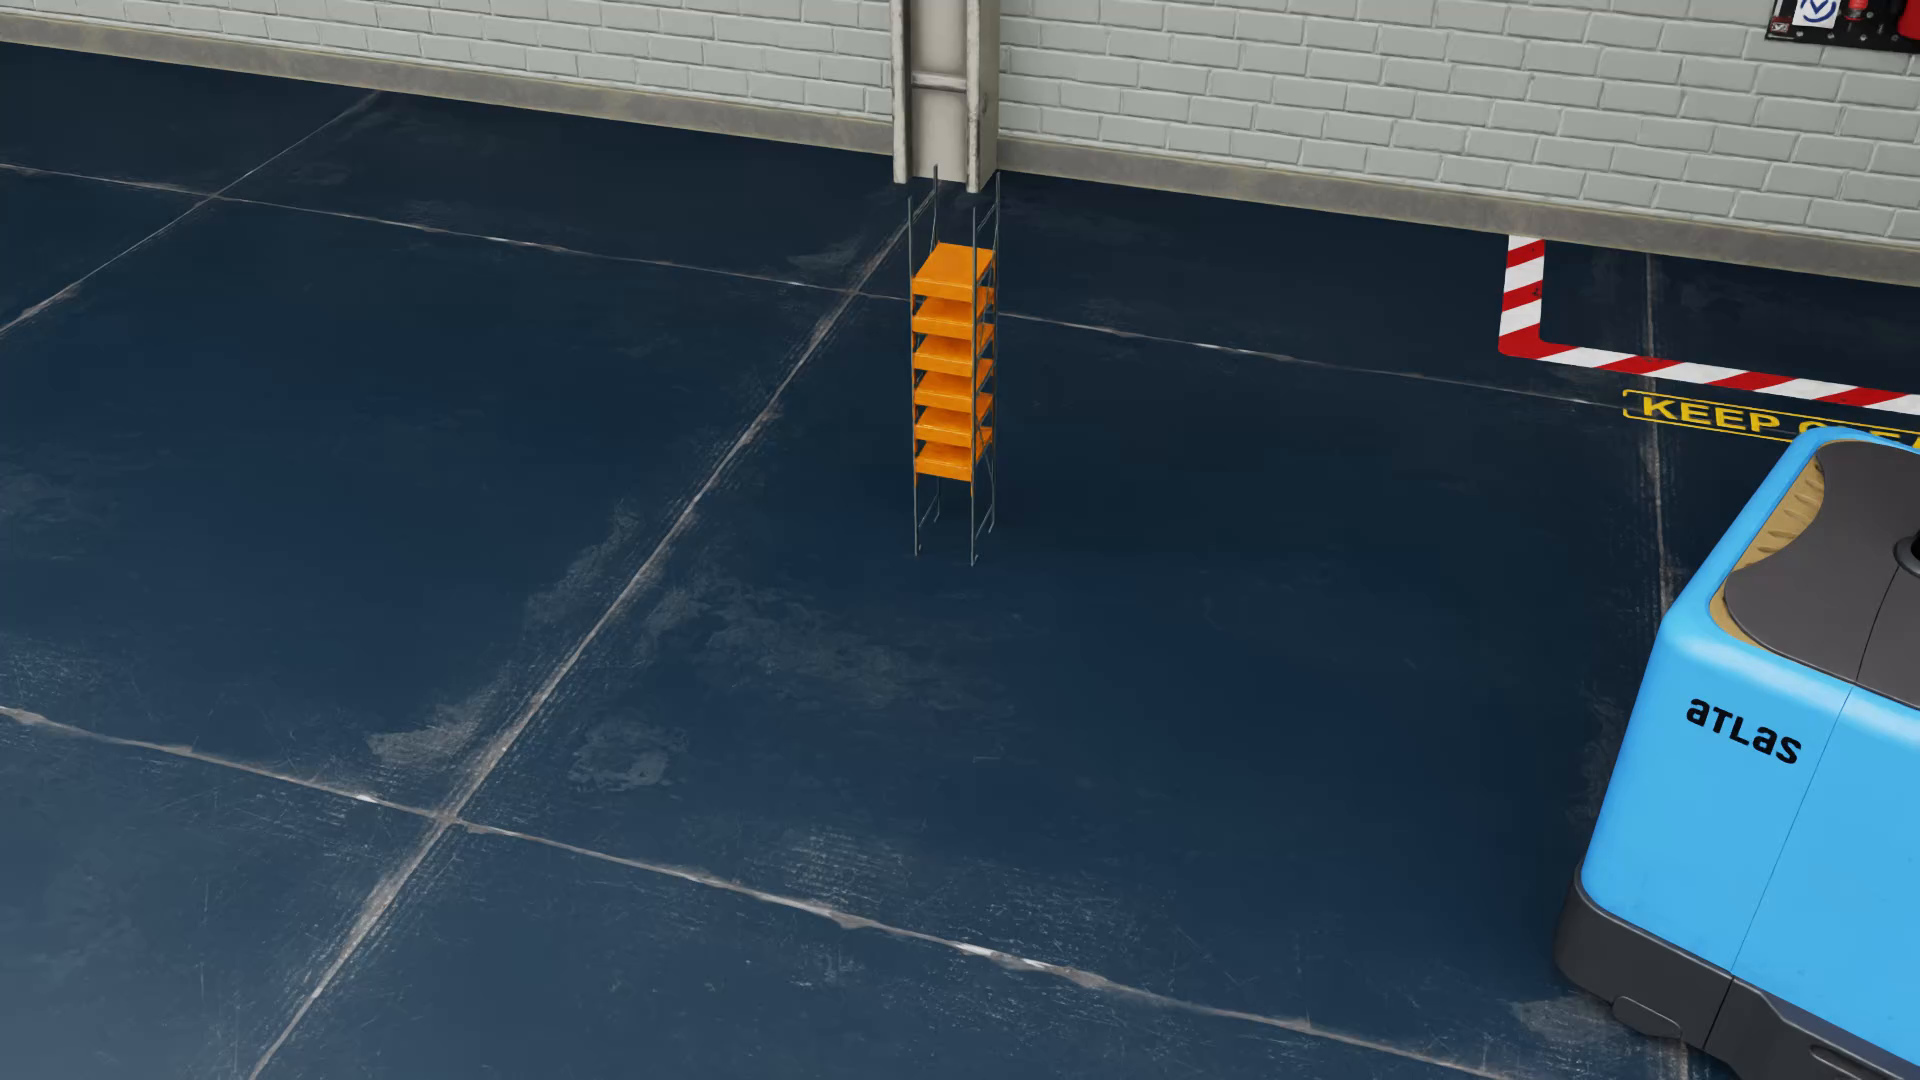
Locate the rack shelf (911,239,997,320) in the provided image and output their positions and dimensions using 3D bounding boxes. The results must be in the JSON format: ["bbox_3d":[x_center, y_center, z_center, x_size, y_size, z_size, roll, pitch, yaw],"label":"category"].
[{"bbox_3d":[-0.014,-0.740,4.711,0.180,0.103,0.258,10,38,14],"label":"rack shelf"}]

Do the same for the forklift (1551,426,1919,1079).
[{"bbox_3d":[2.828,0.169,2.548,3.031,2.935,1.130,26,43,30],"label":"forklift"}]

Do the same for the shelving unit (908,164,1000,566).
[{"bbox_3d":[-0.014,-0.486,4.898,0.189,1.200,0.258,10,38,14],"label":"shelving unit"}]

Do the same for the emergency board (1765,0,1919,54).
[{"bbox_3d":[3.318,-2.255,5.784,0.643,1.169,0.194,10,38,14],"label":"emergency board"}]

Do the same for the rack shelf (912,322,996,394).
[{"bbox_3d":[-0.014,-0.547,4.853,0.180,0.103,0.258,10,38,14],"label":"rack shelf"}]

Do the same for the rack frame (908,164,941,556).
[{"bbox_3d":[-0.101,-0.502,4.920,0.006,1.200,0.240,10,38,14],"label":"rack frame"}]

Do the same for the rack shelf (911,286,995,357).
[{"bbox_3d":[-0.014,-0.643,4.782,0.180,0.103,0.258,10,38,14],"label":"rack shelf"}]

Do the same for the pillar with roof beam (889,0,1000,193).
[{"bbox_3d":[-1.346,-2.838,1.514,0.400,9.000,9.100,10,38,14],"label":"pillar with roof beam"}]

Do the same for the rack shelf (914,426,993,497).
[{"bbox_3d":[-0.014,-0.257,5.066,0.180,0.103,0.258,10,38,14],"label":"rack shelf"}]

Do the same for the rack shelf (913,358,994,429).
[{"bbox_3d":[-0.014,-0.450,4.924,0.180,0.103,0.258,10,38,14],"label":"rack shelf"}]

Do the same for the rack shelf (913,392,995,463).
[{"bbox_3d":[-0.014,-0.353,4.995,0.180,0.103,0.258,10,38,14],"label":"rack shelf"}]

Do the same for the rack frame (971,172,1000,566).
[{"bbox_3d":[0.074,-0.470,4.876,0.006,1.200,0.240,10,38,14],"label":"rack frame"}]

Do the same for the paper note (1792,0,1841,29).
[{"bbox_3d":[3.169,-1.971,6.141,0.142,0.148,0.016,10,38,14],"label":"paper note"}]
